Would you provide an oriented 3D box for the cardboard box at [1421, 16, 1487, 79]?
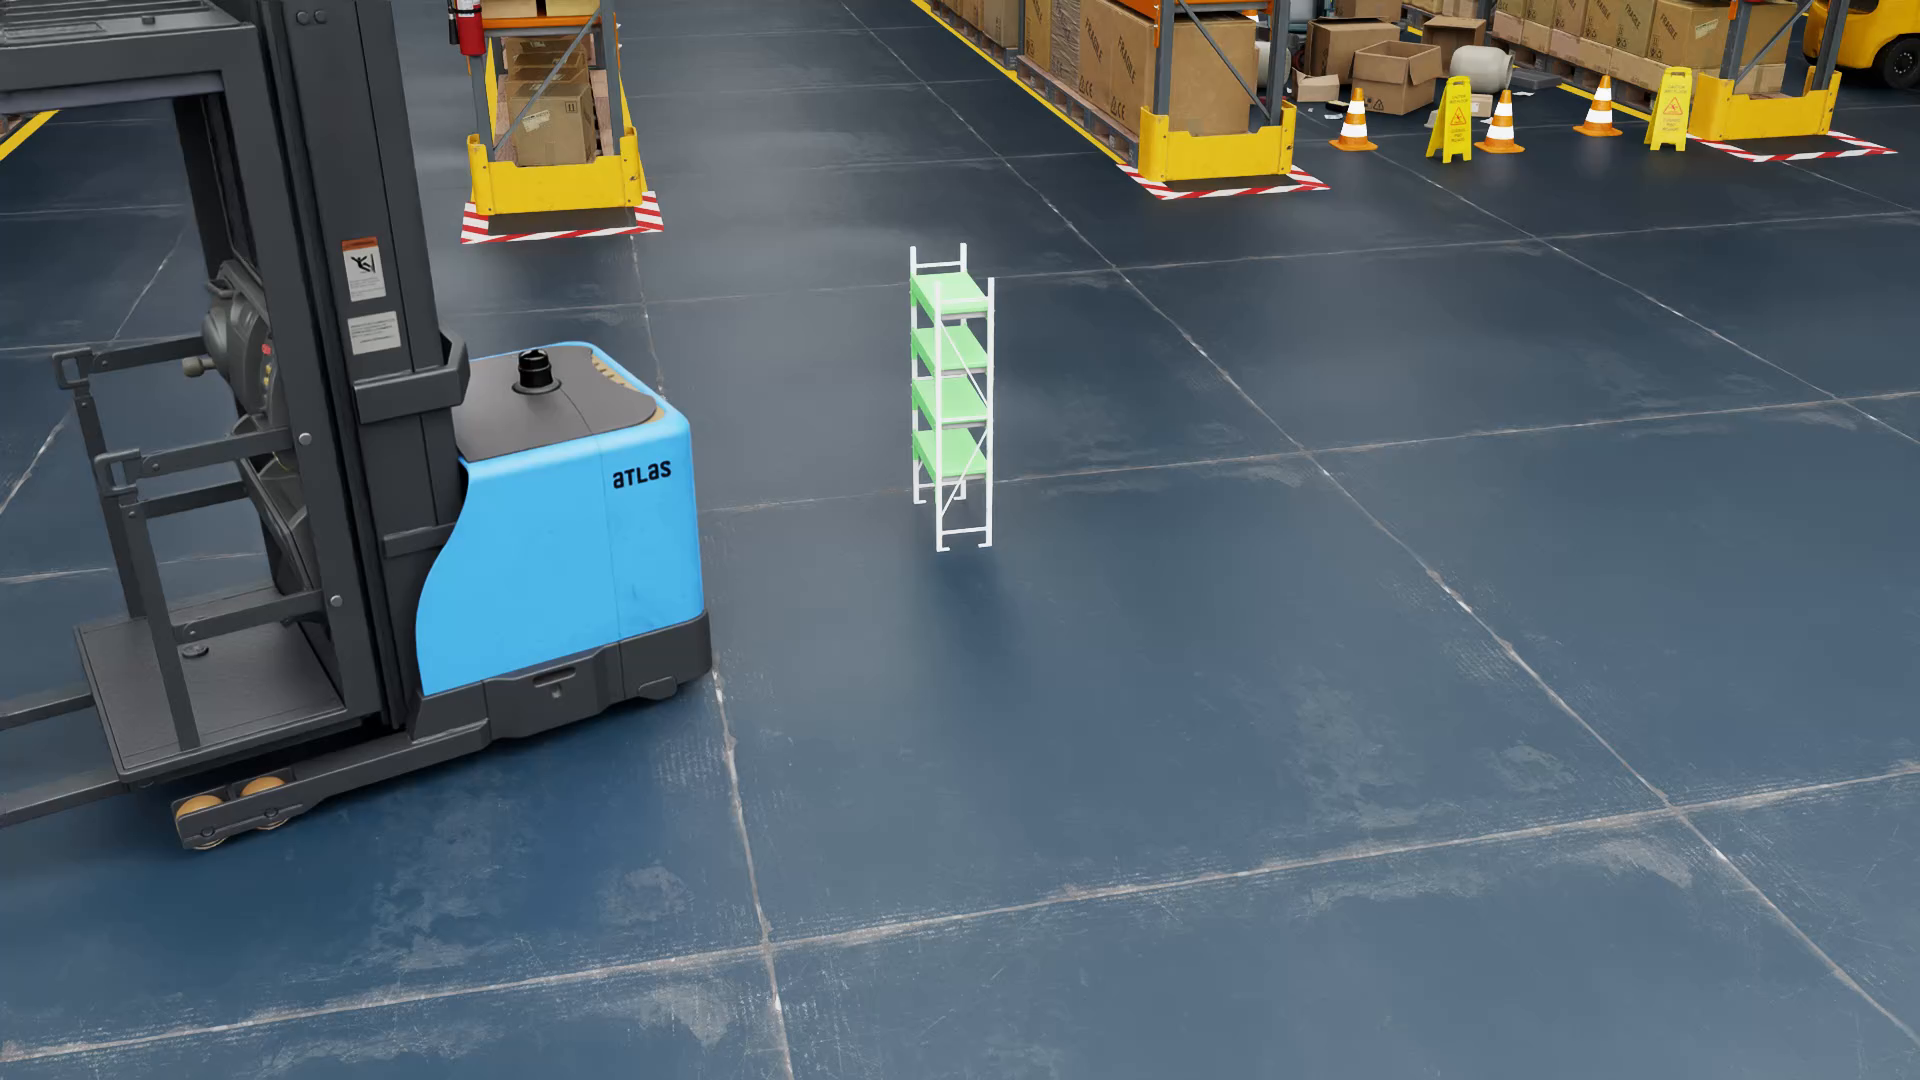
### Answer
[{"bbox_3d":[4.782,-4.783,16.168,0.500,0.500,0.500,13,30,24],"label":"cardboard box"}]

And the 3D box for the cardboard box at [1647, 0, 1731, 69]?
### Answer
[{"bbox_3d":[6.333,-4.370,14.333,0.500,0.500,0.500,-6,27,-11],"label":"cardboard box"}]

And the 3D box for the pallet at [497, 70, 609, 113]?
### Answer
[{"bbox_3d":[-3.603,-3.964,14.869,1.003,0.211,1.213,-6,27,-12],"label":"pallet"}]

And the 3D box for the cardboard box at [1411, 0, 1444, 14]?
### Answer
[{"bbox_3d":[5.581,-6.066,18.389,0.950,0.372,0.625,-4,27,-8],"label":"cardboard box"}]

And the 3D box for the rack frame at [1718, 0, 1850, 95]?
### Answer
[{"bbox_3d":[6.768,-4.750,13.332,1.000,3.000,0.127,-6,27,-12],"label":"rack frame"}]

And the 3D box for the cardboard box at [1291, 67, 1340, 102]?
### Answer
[{"bbox_3d":[3.248,-4.171,15.219,0.396,0.266,0.258,-1,27,-3],"label":"cardboard box"}]

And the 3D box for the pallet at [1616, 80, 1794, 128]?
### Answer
[{"bbox_3d":[6.602,-3.899,14.741,1.003,0.211,1.213,-6,27,-12],"label":"pallet"}]

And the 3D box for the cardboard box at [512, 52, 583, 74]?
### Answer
[{"bbox_3d":[-3.302,-3.627,13.415,0.500,0.500,0.500,-3,27,-7],"label":"cardboard box"}]

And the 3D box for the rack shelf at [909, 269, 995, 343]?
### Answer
[{"bbox_3d":[-0.037,-0.980,6.936,0.258,0.148,0.480,-6,27,-12],"label":"rack shelf"}]

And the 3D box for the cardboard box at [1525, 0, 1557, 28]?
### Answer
[{"bbox_3d":[5.869,-5.281,16.137,0.500,0.500,0.500,-5,27,-10],"label":"cardboard box"}]

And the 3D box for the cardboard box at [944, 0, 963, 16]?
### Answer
[{"bbox_3d":[0.415,-6.238,18.312,1.050,0.750,0.750,-6,27,-11],"label":"cardboard box"}]

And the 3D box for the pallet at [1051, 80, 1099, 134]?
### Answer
[{"bbox_3d":[1.440,-3.836,14.616,1.003,0.211,1.213,-6,27,-12],"label":"pallet"}]

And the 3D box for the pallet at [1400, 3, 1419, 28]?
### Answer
[{"bbox_3d":[5.411,-6.140,19.180,1.003,0.211,1.213,-6,27,-12],"label":"pallet"}]

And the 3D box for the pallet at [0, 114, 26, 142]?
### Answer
[{"bbox_3d":[-8.503,-3.453,13.857,1.003,0.211,1.213,-6,27,-12],"label":"pallet"}]

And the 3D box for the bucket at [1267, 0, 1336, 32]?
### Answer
[{"bbox_3d":[3.343,-5.351,16.468,0.726,0.611,0.620,3,17,6],"label":"bucket"}]

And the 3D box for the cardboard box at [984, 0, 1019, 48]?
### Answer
[{"bbox_3d":[0.839,-5.406,16.662,1.050,0.750,0.750,-6,27,-12],"label":"cardboard box"}]

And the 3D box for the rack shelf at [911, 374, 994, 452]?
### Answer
[{"bbox_3d":[-0.037,-0.551,7.152,0.258,0.148,0.480,-6,27,-12],"label":"rack shelf"}]

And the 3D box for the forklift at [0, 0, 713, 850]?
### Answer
[{"bbox_3d":[-2.437,-0.596,5.177,3.031,2.935,1.130,-16,31,-29],"label":"forklift"}]

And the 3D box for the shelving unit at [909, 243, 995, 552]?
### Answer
[{"bbox_3d":[-0.037,-0.608,7.124,0.258,1.200,0.503,-6,27,-12],"label":"shelving unit"}]

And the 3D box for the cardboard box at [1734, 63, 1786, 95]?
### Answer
[{"bbox_3d":[6.856,-4.092,14.615,0.500,0.250,0.500,-6,27,-12],"label":"cardboard box"}]

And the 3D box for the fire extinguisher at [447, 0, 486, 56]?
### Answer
[{"bbox_3d":[-3.310,-3.612,11.164,0.296,0.674,0.183,-6,27,-12],"label":"fire extinguisher"}]

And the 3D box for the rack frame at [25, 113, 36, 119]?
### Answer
[{"bbox_3d":[-8.614,-4.997,13.821,1.000,3.000,0.127,-6,27,-12],"label":"rack frame"}]

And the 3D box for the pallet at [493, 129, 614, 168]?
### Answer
[{"bbox_3d":[-3.053,-2.893,12.747,1.003,0.211,1.213,-6,27,-12],"label":"pallet"}]

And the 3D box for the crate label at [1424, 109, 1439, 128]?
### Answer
[{"bbox_3d":[4.172,-3.607,14.244,0.250,0.136,0.298,-23,35,-38],"label":"crate label"}]

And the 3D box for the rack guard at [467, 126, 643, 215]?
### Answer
[{"bbox_3d":[-2.904,-2.661,11.968,1.175,0.500,0.348,-6,27,-12],"label":"rack guard"}]

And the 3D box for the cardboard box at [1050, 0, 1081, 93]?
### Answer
[{"bbox_3d":[1.347,-4.520,14.767,0.875,0.875,0.875,-6,27,-11],"label":"cardboard box"}]

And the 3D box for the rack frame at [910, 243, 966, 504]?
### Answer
[{"bbox_3d":[-0.092,-0.715,7.336,0.240,1.200,0.015,-6,27,-12],"label":"rack frame"}]

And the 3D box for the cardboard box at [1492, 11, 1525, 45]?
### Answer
[{"bbox_3d":[5.736,-5.180,16.769,0.500,0.250,0.500,-7,28,-14],"label":"cardboard box"}]

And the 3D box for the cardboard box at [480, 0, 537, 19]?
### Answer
[{"bbox_3d":[-3.152,-3.736,11.602,0.380,0.149,0.250,-6,27,-12],"label":"cardboard box"}]

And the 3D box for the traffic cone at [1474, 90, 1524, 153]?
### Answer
[{"bbox_3d":[4.409,-3.414,13.499,0.336,0.463,0.334,-6,27,-12],"label":"traffic cone"}]

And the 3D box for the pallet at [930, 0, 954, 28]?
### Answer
[{"bbox_3d":[0.269,-6.117,19.134,1.003,0.211,1.213,-6,27,-12],"label":"pallet"}]

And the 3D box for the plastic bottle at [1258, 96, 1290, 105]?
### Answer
[{"bbox_3d":[2.859,-4.002,15.110,0.283,0.061,0.133,-16,31,-29],"label":"plastic bottle"}]

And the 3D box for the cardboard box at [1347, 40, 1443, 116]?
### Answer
[{"bbox_3d":[3.906,-4.150,14.913,0.637,0.503,0.797,19,32,32],"label":"cardboard box"}]

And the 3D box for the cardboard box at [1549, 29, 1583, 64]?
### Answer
[{"bbox_3d":[5.990,-4.714,15.846,0.500,0.250,0.500,-6,27,-12],"label":"cardboard box"}]

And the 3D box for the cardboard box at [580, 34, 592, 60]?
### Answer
[{"bbox_3d":[-3.906,-4.852,15.820,0.700,0.500,0.500,-8,28,-16],"label":"cardboard box"}]

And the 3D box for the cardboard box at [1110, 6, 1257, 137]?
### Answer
[{"bbox_3d":[1.751,-3.733,13.209,0.875,0.875,0.875,-6,27,-11],"label":"cardboard box"}]

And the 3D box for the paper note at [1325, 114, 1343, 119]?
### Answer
[{"bbox_3d":[3.278,-3.720,14.587,0.144,0.017,0.142,3,27,6],"label":"paper note"}]

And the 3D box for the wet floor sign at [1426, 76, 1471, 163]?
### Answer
[{"bbox_3d":[3.904,-3.341,13.152,0.267,0.644,0.232,-11,29,-20],"label":"wet floor sign"}]

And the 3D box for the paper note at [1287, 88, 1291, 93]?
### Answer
[{"bbox_3d":[3.156,-4.220,15.585,0.172,0.023,0.155,3,27,6],"label":"paper note"}]

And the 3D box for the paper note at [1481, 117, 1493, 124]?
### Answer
[{"bbox_3d":[4.616,-3.638,14.423,0.148,0.019,0.142,-16,31,-29],"label":"paper note"}]

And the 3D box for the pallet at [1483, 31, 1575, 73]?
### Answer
[{"bbox_3d":[6.052,-4.970,16.863,1.003,0.211,1.213,-6,27,-12],"label":"pallet"}]

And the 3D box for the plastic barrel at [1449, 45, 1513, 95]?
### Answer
[{"bbox_3d":[4.827,-4.353,15.405,0.512,0.421,0.421,13,30,24],"label":"plastic barrel"}]

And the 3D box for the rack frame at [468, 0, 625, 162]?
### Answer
[{"bbox_3d":[-2.887,-3.744,11.339,1.000,3.000,0.127,-6,27,-12],"label":"rack frame"}]

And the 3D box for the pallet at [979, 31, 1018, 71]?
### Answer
[{"bbox_3d":[0.819,-5.045,17.012,1.003,0.211,1.213,-6,27,-12],"label":"pallet"}]

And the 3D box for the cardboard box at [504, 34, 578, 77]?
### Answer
[{"bbox_3d":[-3.601,-4.141,14.434,0.500,0.500,0.500,2,27,5],"label":"cardboard box"}]

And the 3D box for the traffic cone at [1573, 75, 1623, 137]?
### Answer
[{"bbox_3d":[5.414,-3.676,14.018,0.336,0.463,0.334,-6,27,-12],"label":"traffic cone"}]

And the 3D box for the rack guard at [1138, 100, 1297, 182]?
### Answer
[{"bbox_3d":[1.973,-3.077,12.791,1.175,0.500,0.348,-6,27,-12],"label":"rack guard"}]

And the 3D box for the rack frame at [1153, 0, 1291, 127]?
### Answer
[{"bbox_3d":[1.968,-4.203,12.249,1.000,3.000,0.127,-6,27,-12],"label":"rack frame"}]

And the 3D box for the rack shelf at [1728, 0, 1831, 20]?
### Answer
[{"bbox_3d":[6.317,-5.307,15.234,1.077,0.370,4.000,-6,27,-12],"label":"rack shelf"}]

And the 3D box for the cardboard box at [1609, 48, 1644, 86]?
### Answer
[{"bbox_3d":[6.215,-4.266,14.958,0.500,0.250,0.500,-6,27,-11],"label":"cardboard box"}]

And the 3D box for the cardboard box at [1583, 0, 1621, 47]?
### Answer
[{"bbox_3d":[6.106,-4.821,15.226,0.500,0.500,0.500,-7,28,-13],"label":"cardboard box"}]

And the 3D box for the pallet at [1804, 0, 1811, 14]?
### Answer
[{"bbox_3d":[10.498,-6.087,19.075,1.003,0.211,1.213,-6,27,-12],"label":"pallet"}]

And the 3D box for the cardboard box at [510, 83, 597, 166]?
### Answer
[{"bbox_3d":[-3.012,-3.091,12.354,0.500,0.500,0.500,-1,27,-2],"label":"cardboard box"}]
